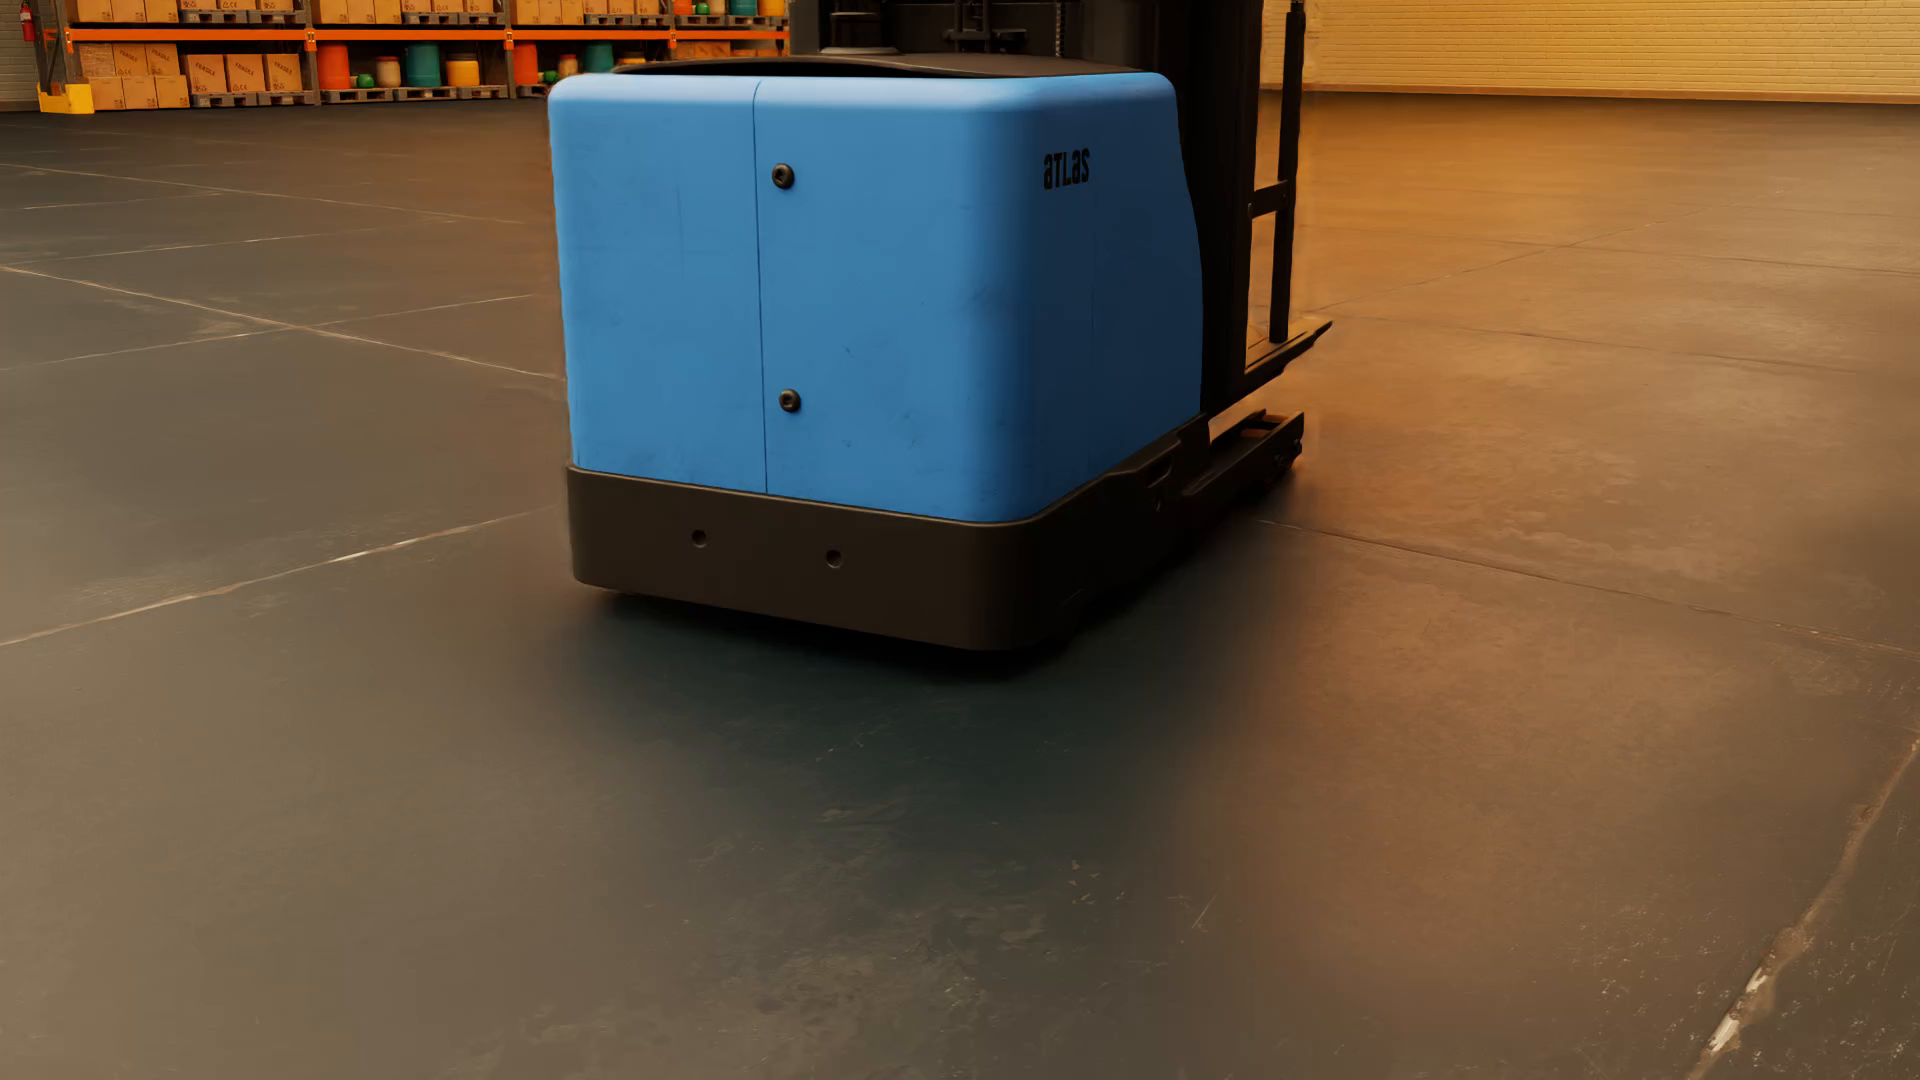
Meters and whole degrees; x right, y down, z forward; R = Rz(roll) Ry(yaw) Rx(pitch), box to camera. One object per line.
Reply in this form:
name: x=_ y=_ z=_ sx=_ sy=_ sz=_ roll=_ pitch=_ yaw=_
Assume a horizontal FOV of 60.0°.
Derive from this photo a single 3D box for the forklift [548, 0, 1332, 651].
forklift: x=0.291 y=-1.582 z=4.107 sx=1.130 sy=2.935 sz=3.031 roll=8 pitch=19 yaw=25
